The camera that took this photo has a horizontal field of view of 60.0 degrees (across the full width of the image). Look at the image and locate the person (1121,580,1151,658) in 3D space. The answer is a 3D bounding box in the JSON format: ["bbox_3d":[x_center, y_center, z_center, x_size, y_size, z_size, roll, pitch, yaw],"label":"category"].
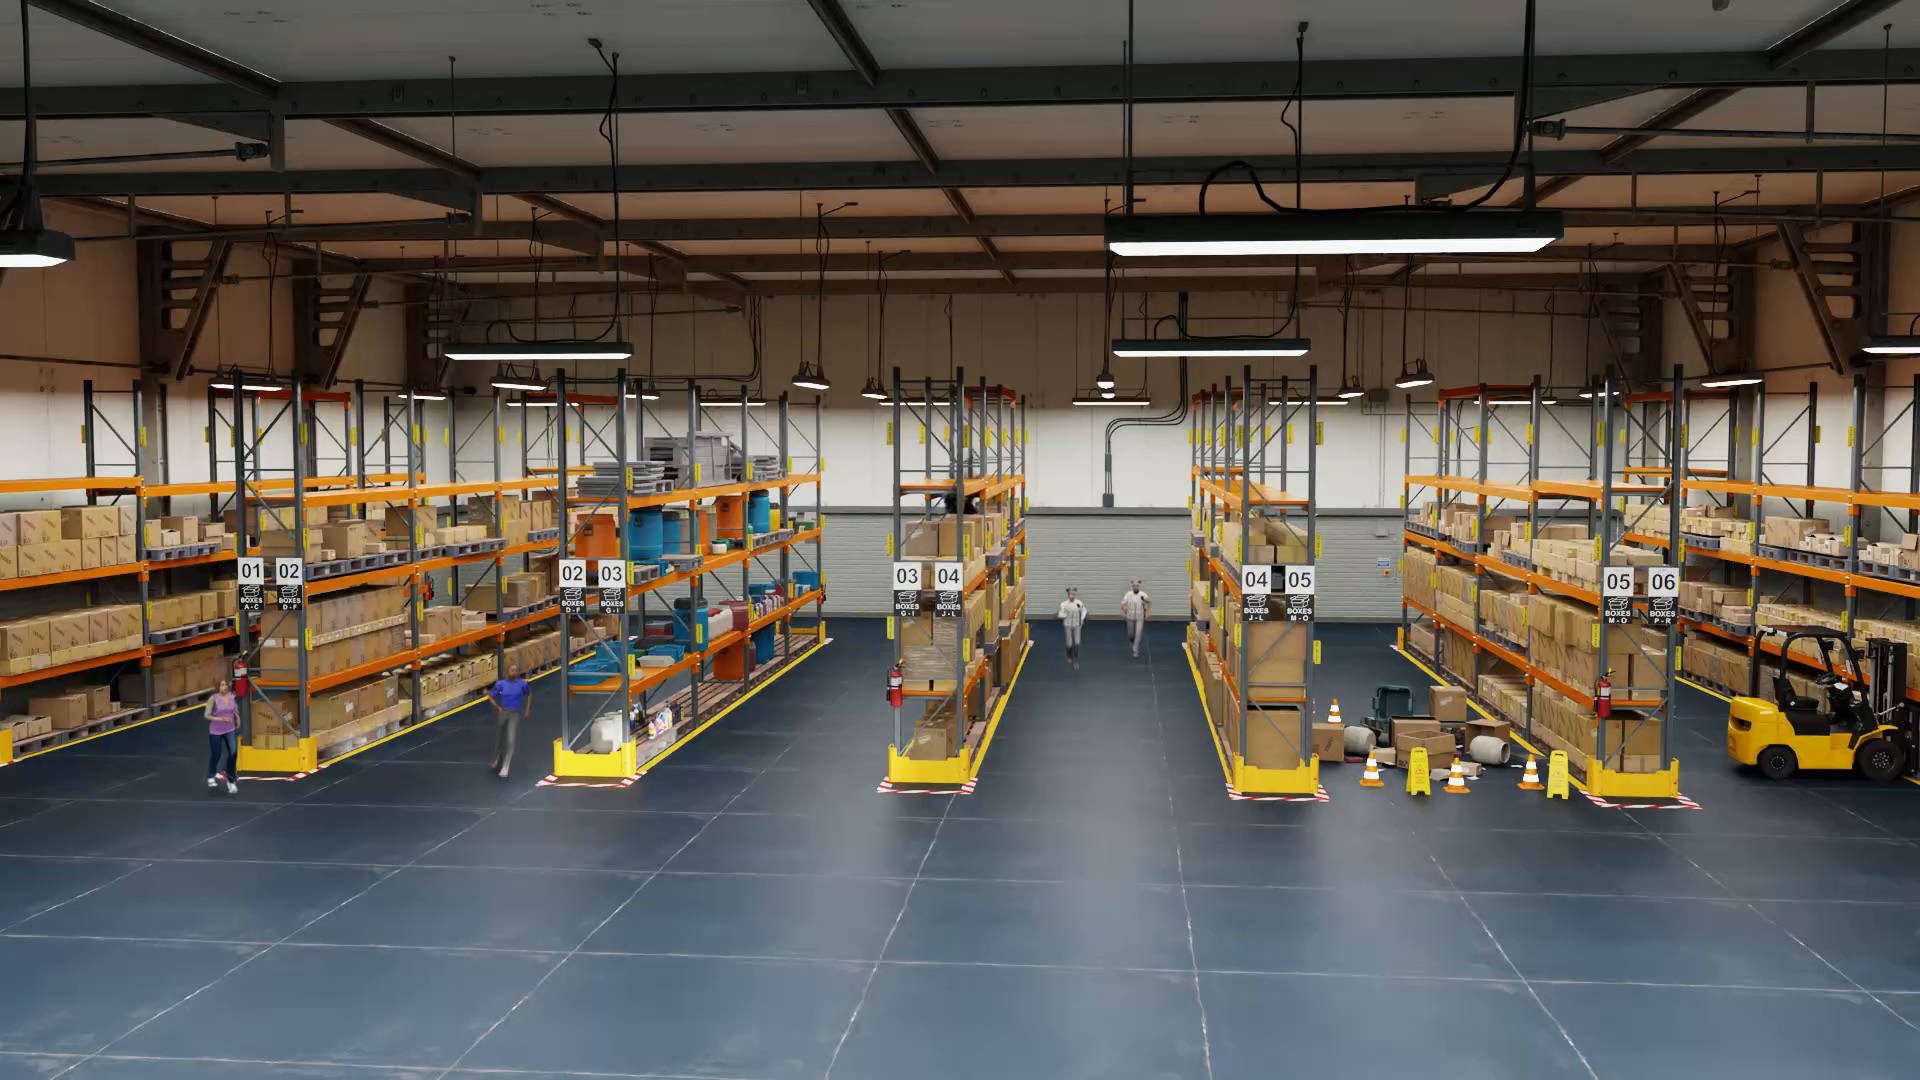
[{"bbox_3d":[4.027,1.785,38.035,0.677,1.770,0.878,1,4,9],"label":"person"}]

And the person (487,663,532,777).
[{"bbox_3d":[-6.714,2.661,24.763,0.660,1.677,0.686,-1,4,-15],"label":"person"}]

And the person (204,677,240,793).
[{"bbox_3d":[-10.396,2.772,23.471,0.708,1.637,0.542,3,5,43],"label":"person"}]

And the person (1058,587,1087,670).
[{"bbox_3d":[2.338,1.829,34.556,0.592,1.712,0.687,0,4,3],"label":"person"}]
